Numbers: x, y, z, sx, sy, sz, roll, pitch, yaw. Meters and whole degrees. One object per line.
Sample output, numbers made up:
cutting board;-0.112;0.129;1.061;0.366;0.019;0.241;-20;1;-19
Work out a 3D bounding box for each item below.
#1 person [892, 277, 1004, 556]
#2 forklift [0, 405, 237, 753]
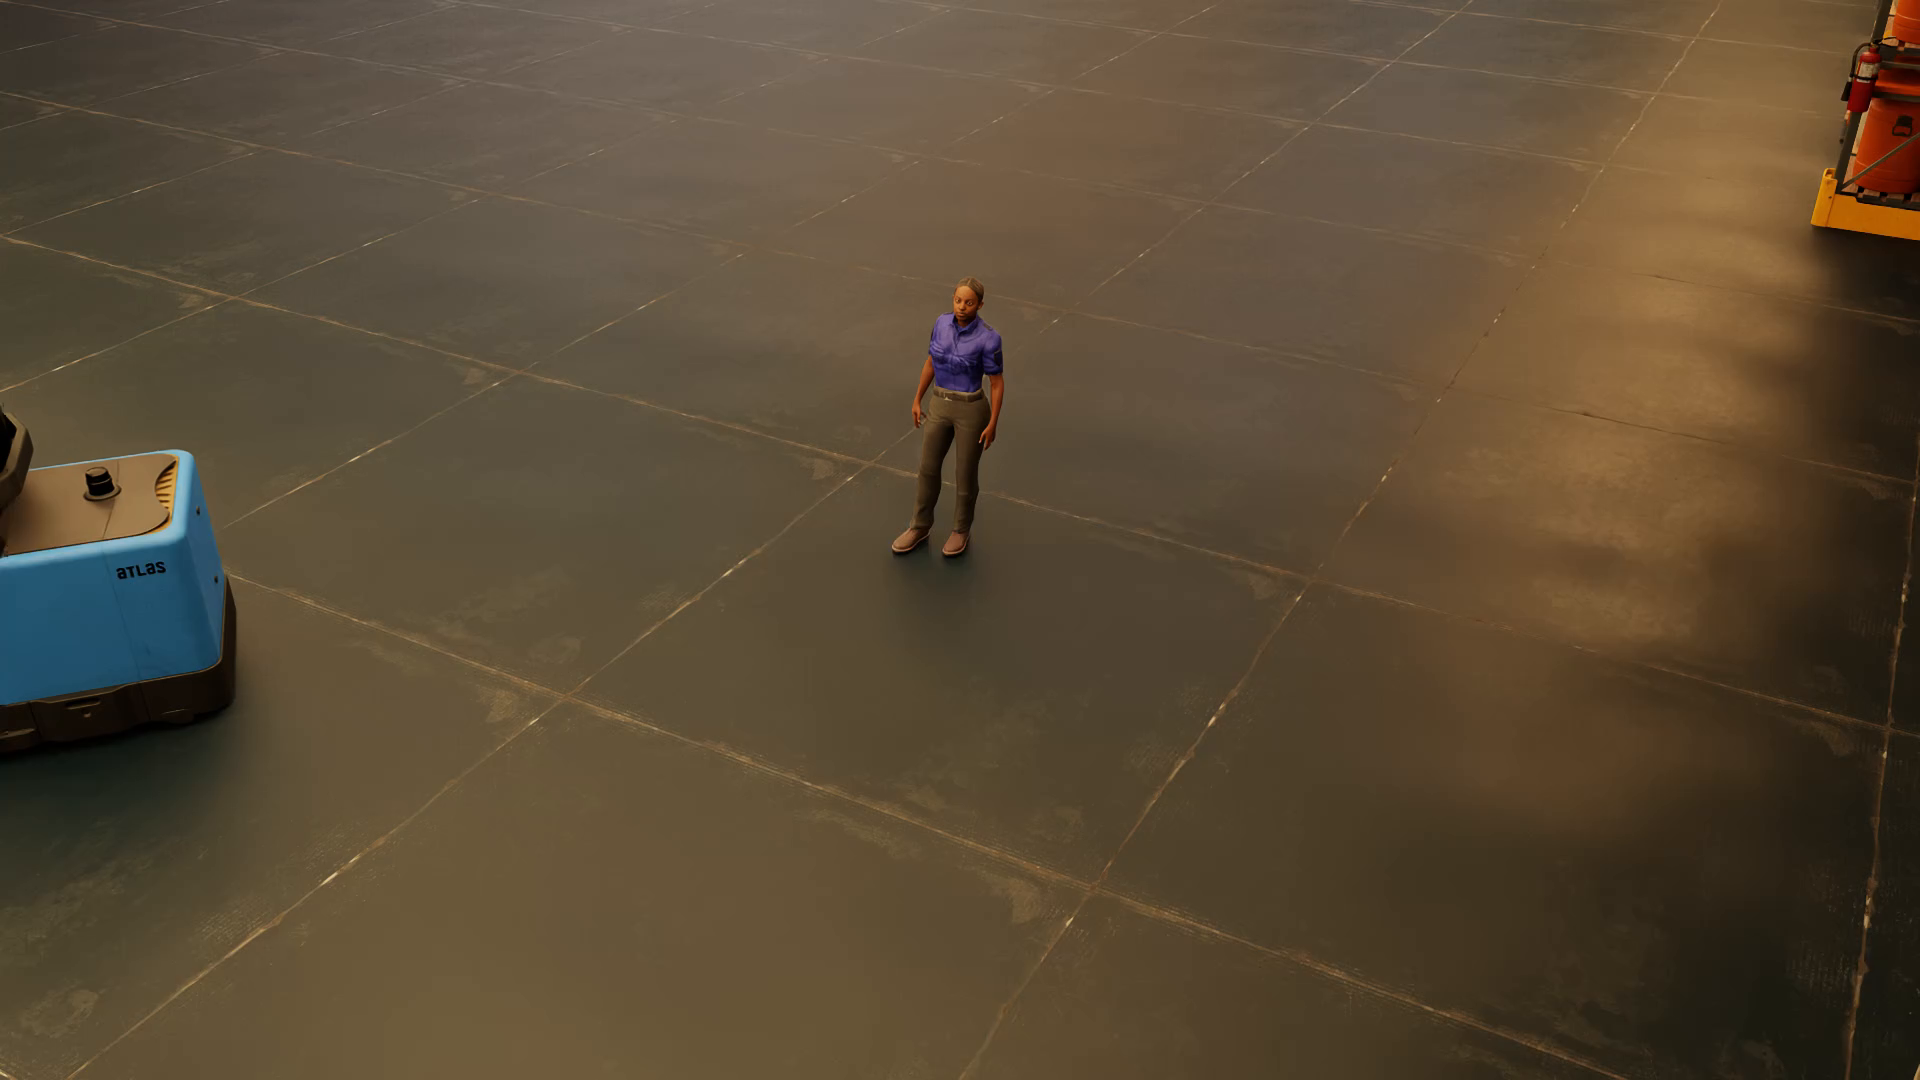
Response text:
person;-0.060;-0.689;9.528;0.569;1.654;0.504;15;33;25
forklift;-5.277;-0.358;7.691;3.031;2.935;1.130;-10;31;-17
